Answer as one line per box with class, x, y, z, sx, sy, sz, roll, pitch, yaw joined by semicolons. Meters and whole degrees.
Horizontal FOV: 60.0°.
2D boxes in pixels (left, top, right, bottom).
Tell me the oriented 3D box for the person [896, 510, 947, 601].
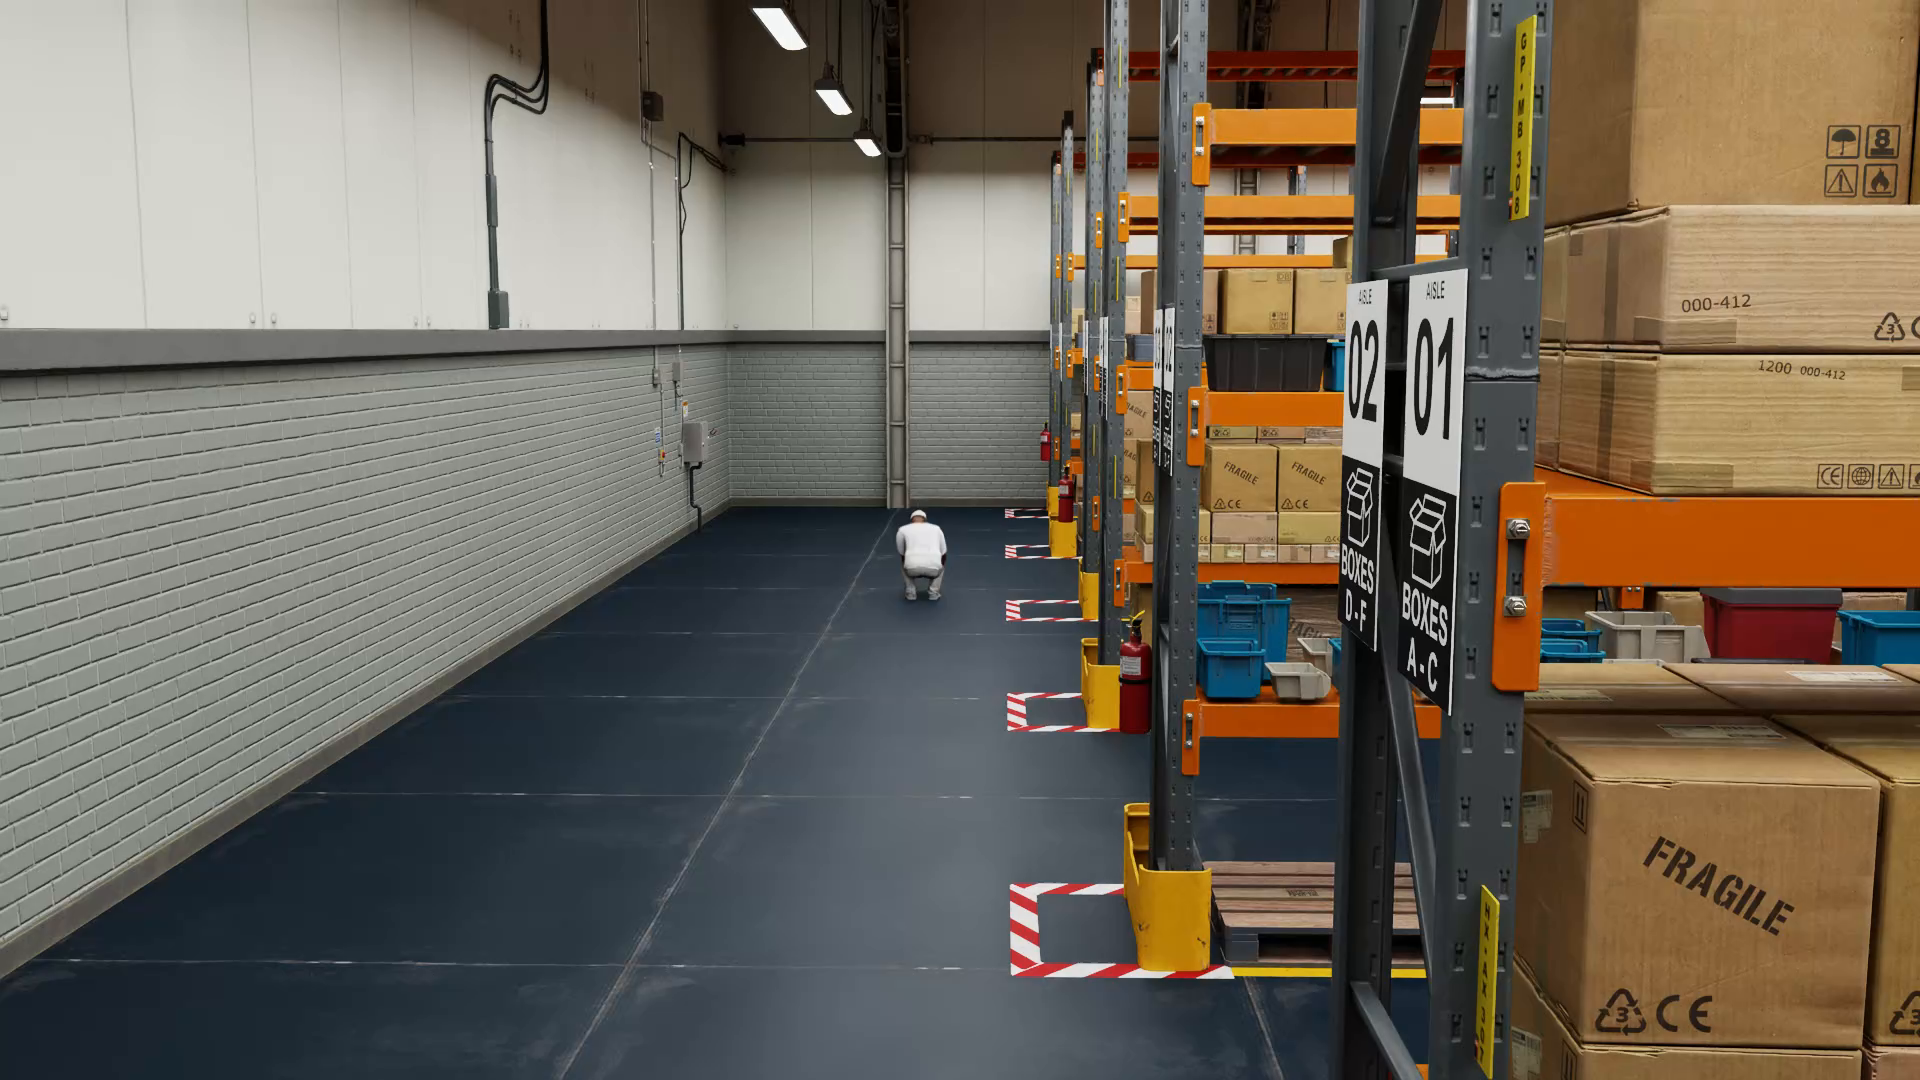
person;-0.451;0.174;19.404;0.590;0.998;0.883;0;7;1
